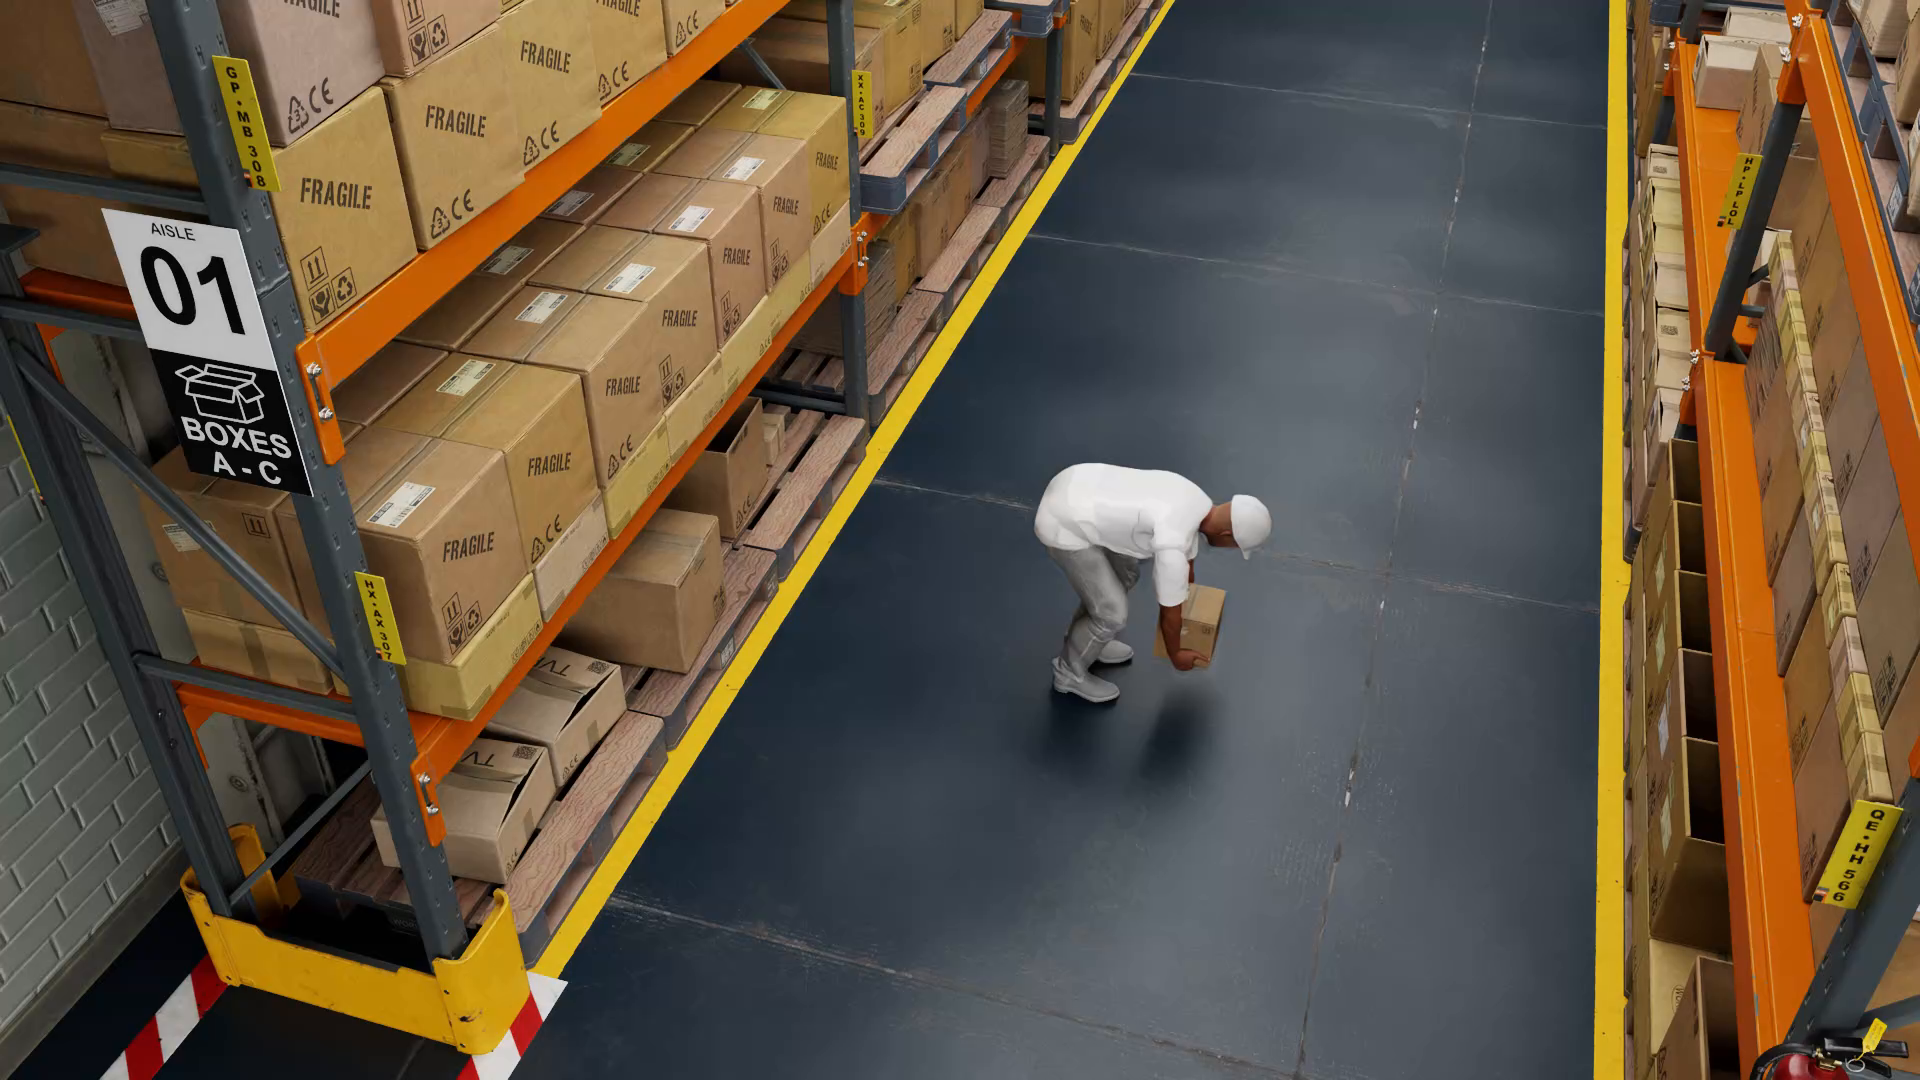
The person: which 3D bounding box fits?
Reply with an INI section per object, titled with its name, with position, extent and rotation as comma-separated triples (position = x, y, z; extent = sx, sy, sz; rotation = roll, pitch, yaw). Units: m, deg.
[person]
position = 0.811, 0.193, 7.176
extent = 0.974, 1.088, 0.481
rotation = 9, 38, 12
